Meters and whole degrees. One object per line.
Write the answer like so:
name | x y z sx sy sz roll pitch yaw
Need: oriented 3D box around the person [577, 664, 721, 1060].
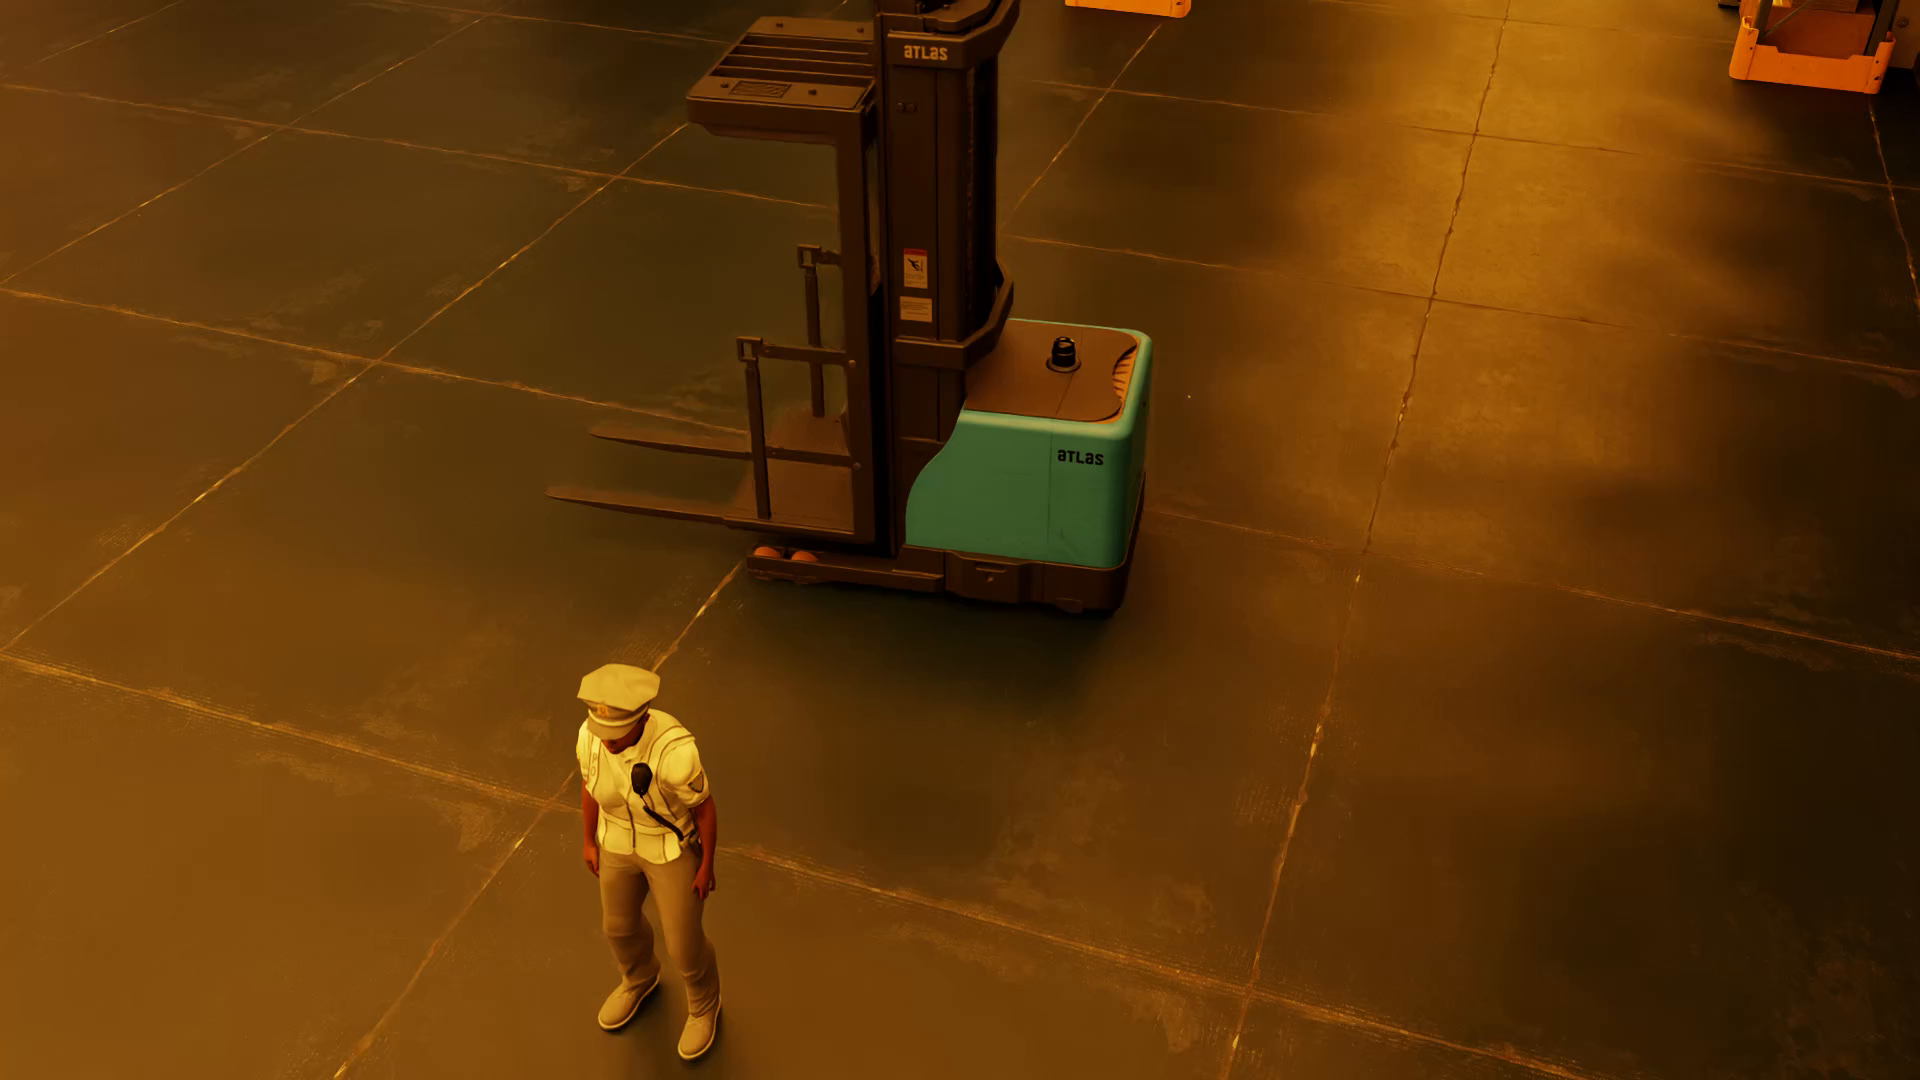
person | -1.063 1.076 5.701 0.496 1.659 0.390 12 37 16

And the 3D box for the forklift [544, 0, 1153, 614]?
forklift | -0.602 -1.262 7.891 3.031 2.935 1.130 7 36 10
